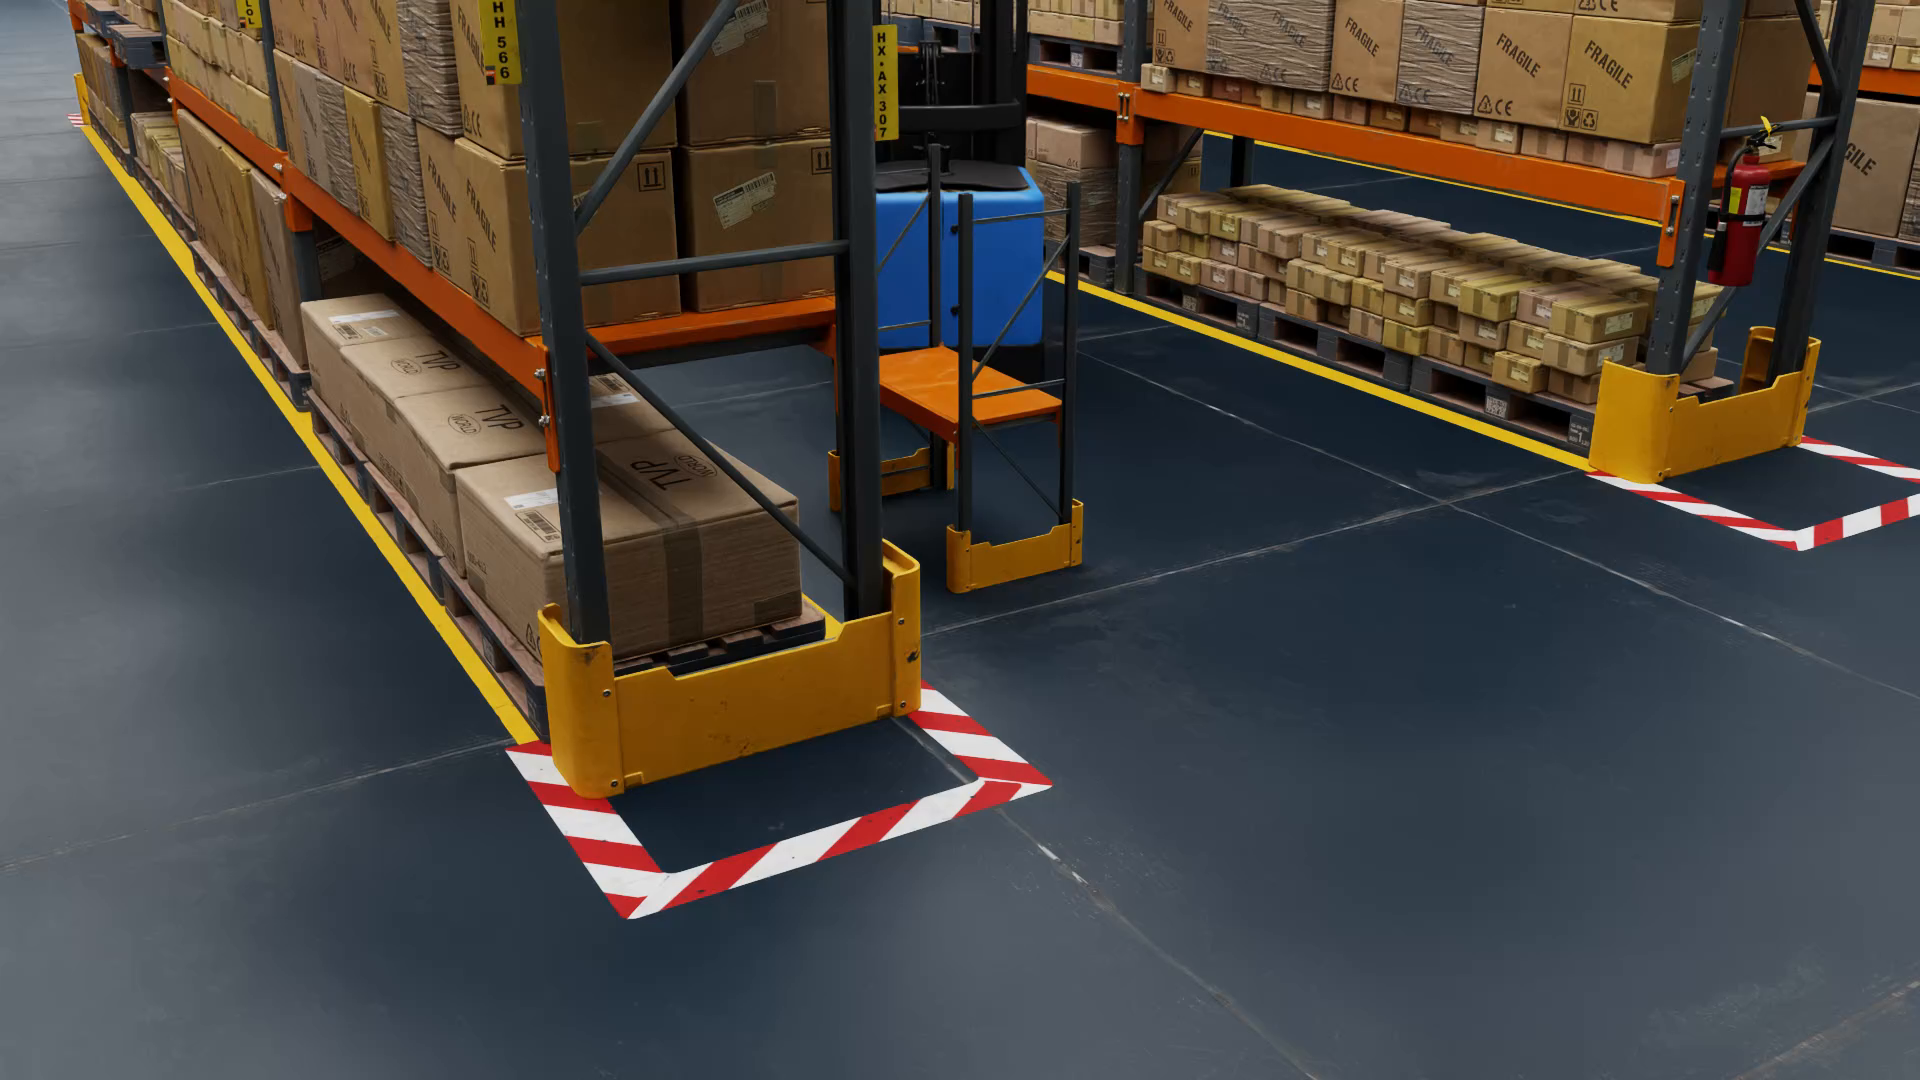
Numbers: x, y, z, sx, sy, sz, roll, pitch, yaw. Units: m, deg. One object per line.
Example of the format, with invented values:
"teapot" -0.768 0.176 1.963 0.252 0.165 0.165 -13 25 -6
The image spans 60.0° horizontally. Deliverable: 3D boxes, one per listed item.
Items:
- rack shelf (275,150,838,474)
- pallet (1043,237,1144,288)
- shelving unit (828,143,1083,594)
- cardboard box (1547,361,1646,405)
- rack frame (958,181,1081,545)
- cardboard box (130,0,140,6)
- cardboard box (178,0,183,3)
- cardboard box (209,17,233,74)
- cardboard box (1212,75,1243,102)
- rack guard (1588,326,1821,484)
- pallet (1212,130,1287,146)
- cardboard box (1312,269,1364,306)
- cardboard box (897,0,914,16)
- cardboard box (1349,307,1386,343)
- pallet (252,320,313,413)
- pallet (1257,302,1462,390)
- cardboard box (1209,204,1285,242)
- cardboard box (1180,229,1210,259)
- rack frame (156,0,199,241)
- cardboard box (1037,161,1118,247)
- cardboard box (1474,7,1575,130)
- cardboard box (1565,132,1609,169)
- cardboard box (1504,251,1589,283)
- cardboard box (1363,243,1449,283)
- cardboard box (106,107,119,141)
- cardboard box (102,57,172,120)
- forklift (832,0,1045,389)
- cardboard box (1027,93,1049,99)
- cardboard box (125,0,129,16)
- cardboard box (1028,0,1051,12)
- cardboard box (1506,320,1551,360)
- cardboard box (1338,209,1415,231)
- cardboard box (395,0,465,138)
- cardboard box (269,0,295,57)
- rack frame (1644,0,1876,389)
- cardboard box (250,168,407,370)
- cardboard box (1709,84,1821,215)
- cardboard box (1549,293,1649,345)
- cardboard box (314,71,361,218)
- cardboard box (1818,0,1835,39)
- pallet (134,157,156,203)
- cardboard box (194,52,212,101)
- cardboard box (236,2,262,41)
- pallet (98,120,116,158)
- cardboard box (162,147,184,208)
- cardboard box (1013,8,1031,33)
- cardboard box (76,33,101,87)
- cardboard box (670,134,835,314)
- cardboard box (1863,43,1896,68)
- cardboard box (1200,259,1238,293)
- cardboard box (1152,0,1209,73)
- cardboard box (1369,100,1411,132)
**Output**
"rack shelf" -1.728 -1.102 6.495 1.077 0.370 4.000 -13 25 -28
"pallet" 1.056 -2.027 11.519 1.003 0.211 1.213 -13 25 -28
"shelving unit" -0.039 -0.719 6.590 0.587 1.500 1.083 -13 25 -28
"cardboard box" 3.050 -0.777 7.967 0.380 0.149 0.250 -12 25 -27
"rack frame" 0.216 -0.558 6.192 0.500 1.500 0.032 -13 25 -28
"cardboard box" -5.537 -4.015 11.621 0.500 0.500 0.500 -13 26 -29
"cardboard box" -4.489 -3.522 10.032 0.500 0.500 0.500 -12 25 -28
"cardboard box" -3.715 -2.668 8.926 0.500 0.250 0.500 -12 25 -27
"cardboard box" 1.695 -2.651 9.684 0.380 0.149 0.250 -14 26 -31
"rack guard" 3.459 -0.639 7.720 1.175 0.500 0.348 -13 25 -28
"pallet" 3.329 -4.245 16.975 1.003 0.211 1.213 -13 25 -28
"cardboard box" 2.161 -1.404 9.115 0.380 0.149 0.250 -12 25 -28
"cardboard box" -0.258 -4.083 12.649 0.380 0.149 0.250 -11 25 -26
"cardboard box" 2.327 -1.183 8.967 0.380 0.149 0.250 -12 25 -27
"pallet" -3.208 -1.026 9.056 1.003 0.211 1.213 -13 25 -28
"pallet" 2.455 -1.170 9.409 1.003 0.211 1.213 -13 25 -28
"cardboard box" 1.714 -1.893 9.923 0.380 0.149 0.250 -13 25 -29
"cardboard box" 1.571 -1.836 10.177 0.380 0.149 0.250 -12 25 -28
"rack frame" -4.792 -3.378 11.138 1.000 3.000 0.127 -13 25 -28
"cardboard box" 0.860 -2.295 11.237 0.500 0.500 0.500 -13 26 -29
"cardboard box" 2.788 -2.221 7.763 0.500 0.500 0.500 -13 26 -29
"cardboard box" 2.994 -1.795 7.578 0.380 0.149 0.250 -13 25 -28
"cardboard box" 3.062 -1.394 8.695 0.380 0.149 0.250 -14 26 -31
"cardboard box" 2.387 -1.475 8.896 0.380 0.149 0.250 -14 26 -30
"cardboard box" -7.649 -3.903 15.525 0.500 0.250 0.500 -13 26 -30
"cardboard box" -7.369 -4.080 14.965 0.500 0.500 0.500 -13 25 -29
"forklift" -0.197 -2.609 9.338 1.130 2.935 3.031 -2 22 -4
"cardboard box" 0.500 -3.246 12.581 0.500 0.250 0.500 -12 25 -27
"cardboard box" -6.022 -4.003 12.452 0.380 0.149 0.250 -14 26 -30
"cardboard box" 0.678 -3.628 11.134 0.380 0.149 0.250 -14 26 -30
"cardboard box" 2.896 -0.995 8.110 0.380 0.149 0.250 -13 26 -29
"cardboard box" 2.441 -1.829 9.765 0.380 0.149 0.250 -14 26 -31
"cardboard box" -1.449 -1.571 5.233 0.500 0.500 0.500 -13 25 -28
"cardboard box" -2.714 -2.392 7.251 0.500 0.500 0.500 -12 25 -28
"rack frame" 3.498 -1.773 7.189 1.000 3.000 0.127 -13 25 -28
"cardboard box" -3.135 -1.478 8.729 0.875 0.875 0.875 -12 25 -27
"cardboard box" 6.039 -2.970 12.399 0.875 0.875 0.875 -13 25 -28
"cardboard box" 3.010 -1.045 7.837 0.380 0.149 0.250 -12 25 -28
"cardboard box" -2.233 -1.601 6.634 0.500 0.500 0.500 -12 25 -28
"cardboard box" 6.035 -3.693 11.717 0.500 0.250 0.500 -13 25 -28
"pallet" -6.437 -3.129 14.229 1.003 0.211 1.213 -13 25 -28
"cardboard box" -4.218 -2.768 9.836 0.500 0.250 0.500 -12 25 -27
"cardboard box" -3.193 -2.689 7.982 0.500 0.500 0.500 -12 25 -27
"pallet" -7.836 -3.987 16.339 1.003 0.211 1.213 -13 25 -28
"cardboard box" -5.456 -2.777 12.592 0.950 0.372 0.625 -13 26 -29
"cardboard box" 0.548 -3.571 11.390 0.380 0.149 0.250 -14 26 -30
"cardboard box" -8.692 -4.914 17.014 0.500 0.500 0.500 -14 26 -30
"cardboard box" -0.704 -1.045 5.266 0.500 0.500 0.500 -13 25 -29
"cardboard box" 6.298 -3.293 11.264 0.380 0.149 0.250 -12 25 -28
"cardboard box" 1.672 -1.605 10.005 0.380 0.149 0.250 -13 25 -28
"cardboard box" 1.491 -3.043 9.786 0.500 0.500 0.500 -13 26 -29
"cardboard box" 2.357 -2.224 8.634 0.380 0.149 0.250 -12 25 -27
